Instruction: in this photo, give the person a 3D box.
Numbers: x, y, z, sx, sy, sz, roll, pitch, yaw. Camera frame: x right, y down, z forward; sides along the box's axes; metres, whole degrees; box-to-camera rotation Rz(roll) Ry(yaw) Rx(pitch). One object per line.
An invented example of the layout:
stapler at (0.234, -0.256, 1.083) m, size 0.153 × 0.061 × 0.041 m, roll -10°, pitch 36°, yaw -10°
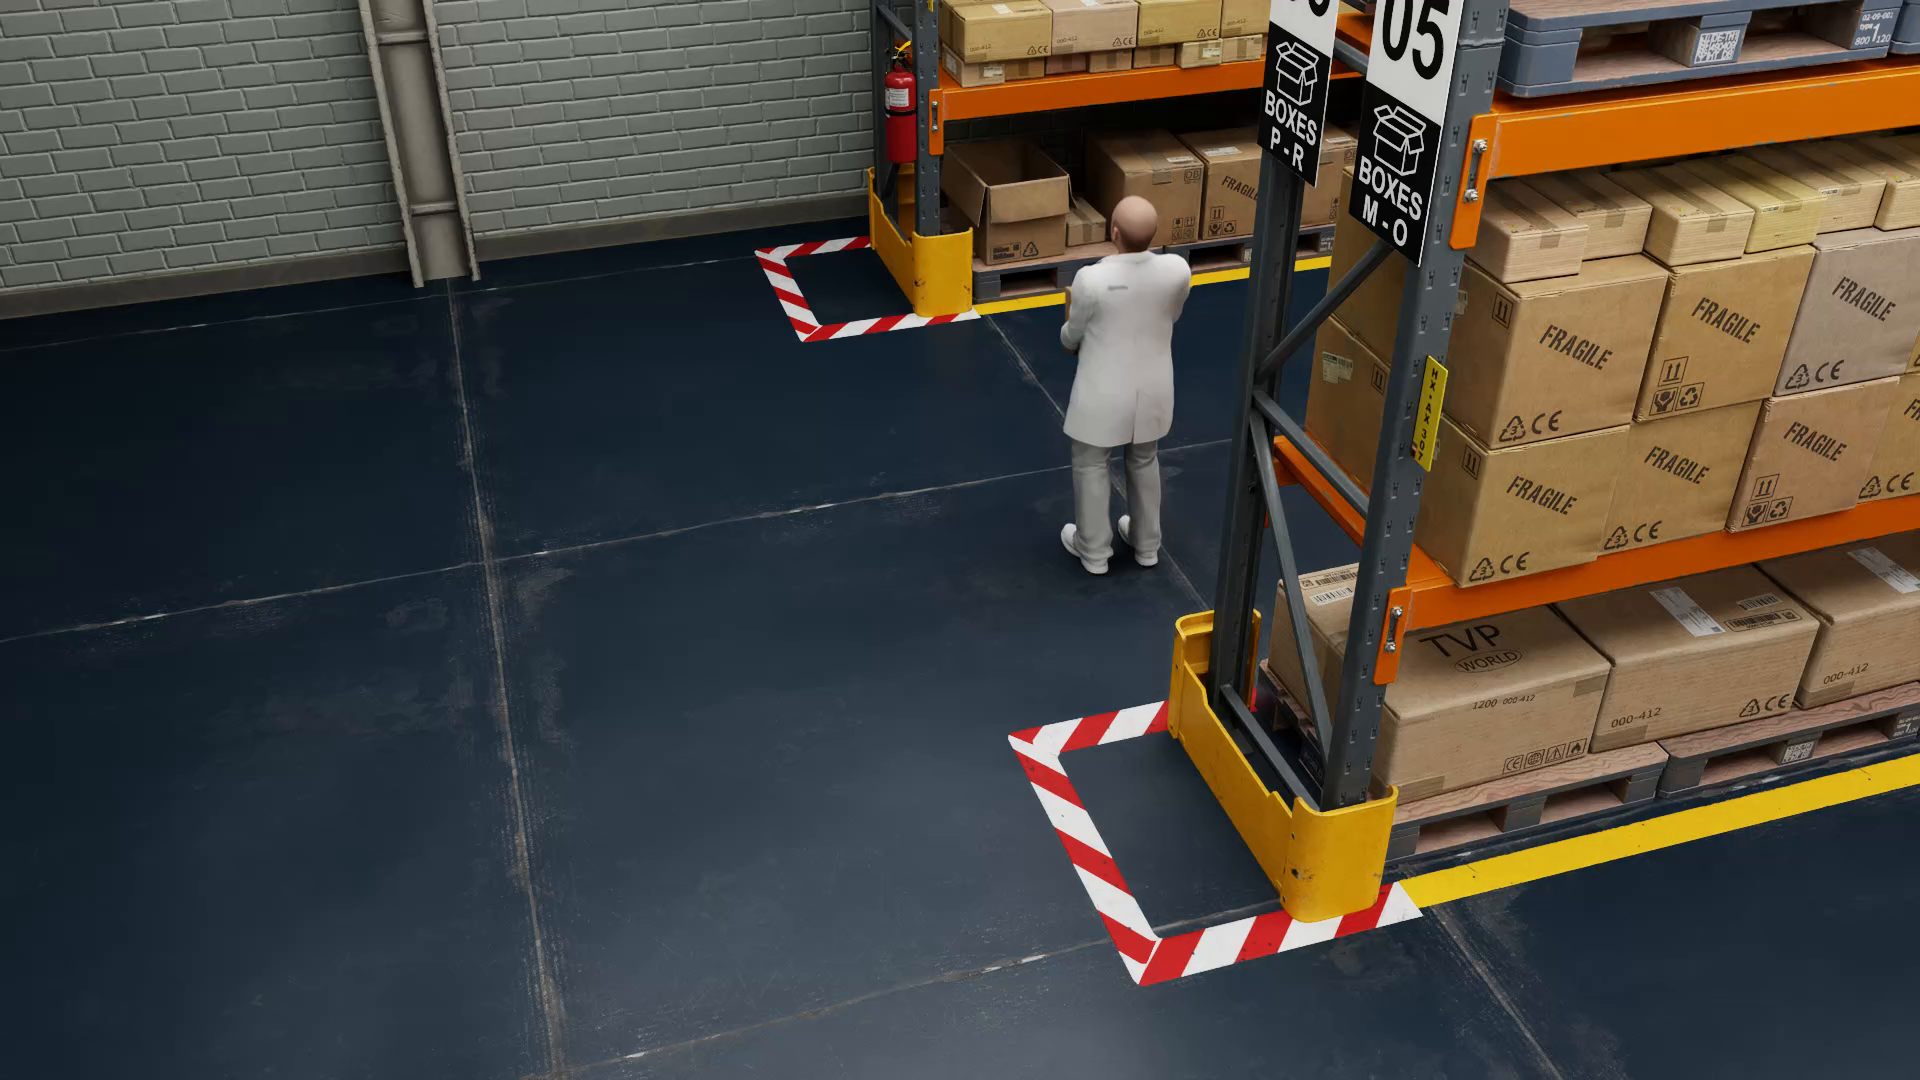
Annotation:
person at (0.667, -0.716, 7.243) m, size 0.531 × 1.769 × 0.555 m, roll -10°, pitch 35°, yaw -14°
